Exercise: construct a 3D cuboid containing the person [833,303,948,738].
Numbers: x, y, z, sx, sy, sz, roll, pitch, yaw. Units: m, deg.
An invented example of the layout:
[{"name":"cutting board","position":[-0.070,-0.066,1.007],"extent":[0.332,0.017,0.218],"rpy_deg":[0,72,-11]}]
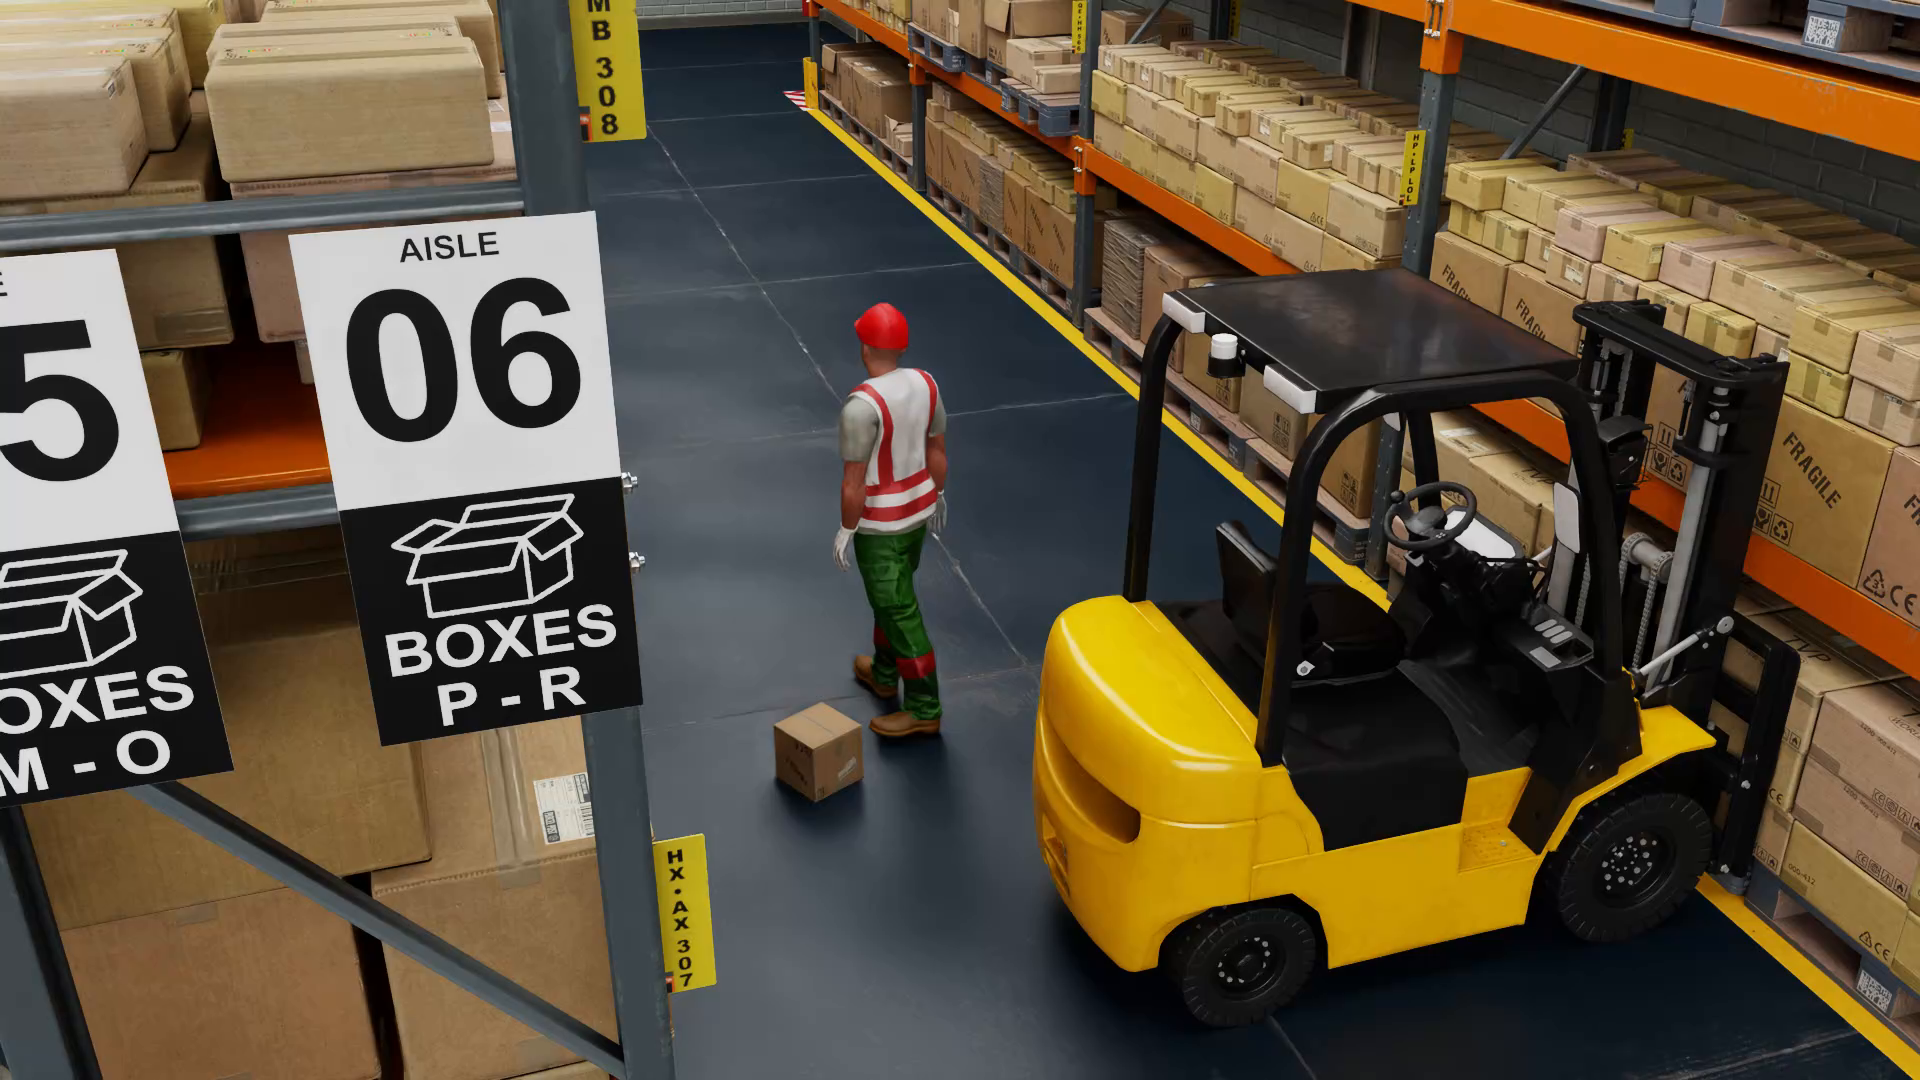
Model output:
[{"name":"person","position":[-0.290,-0.091,6.779],"extent":[0.624,1.790,0.608],"rpy_deg":[17,31,31]}]
